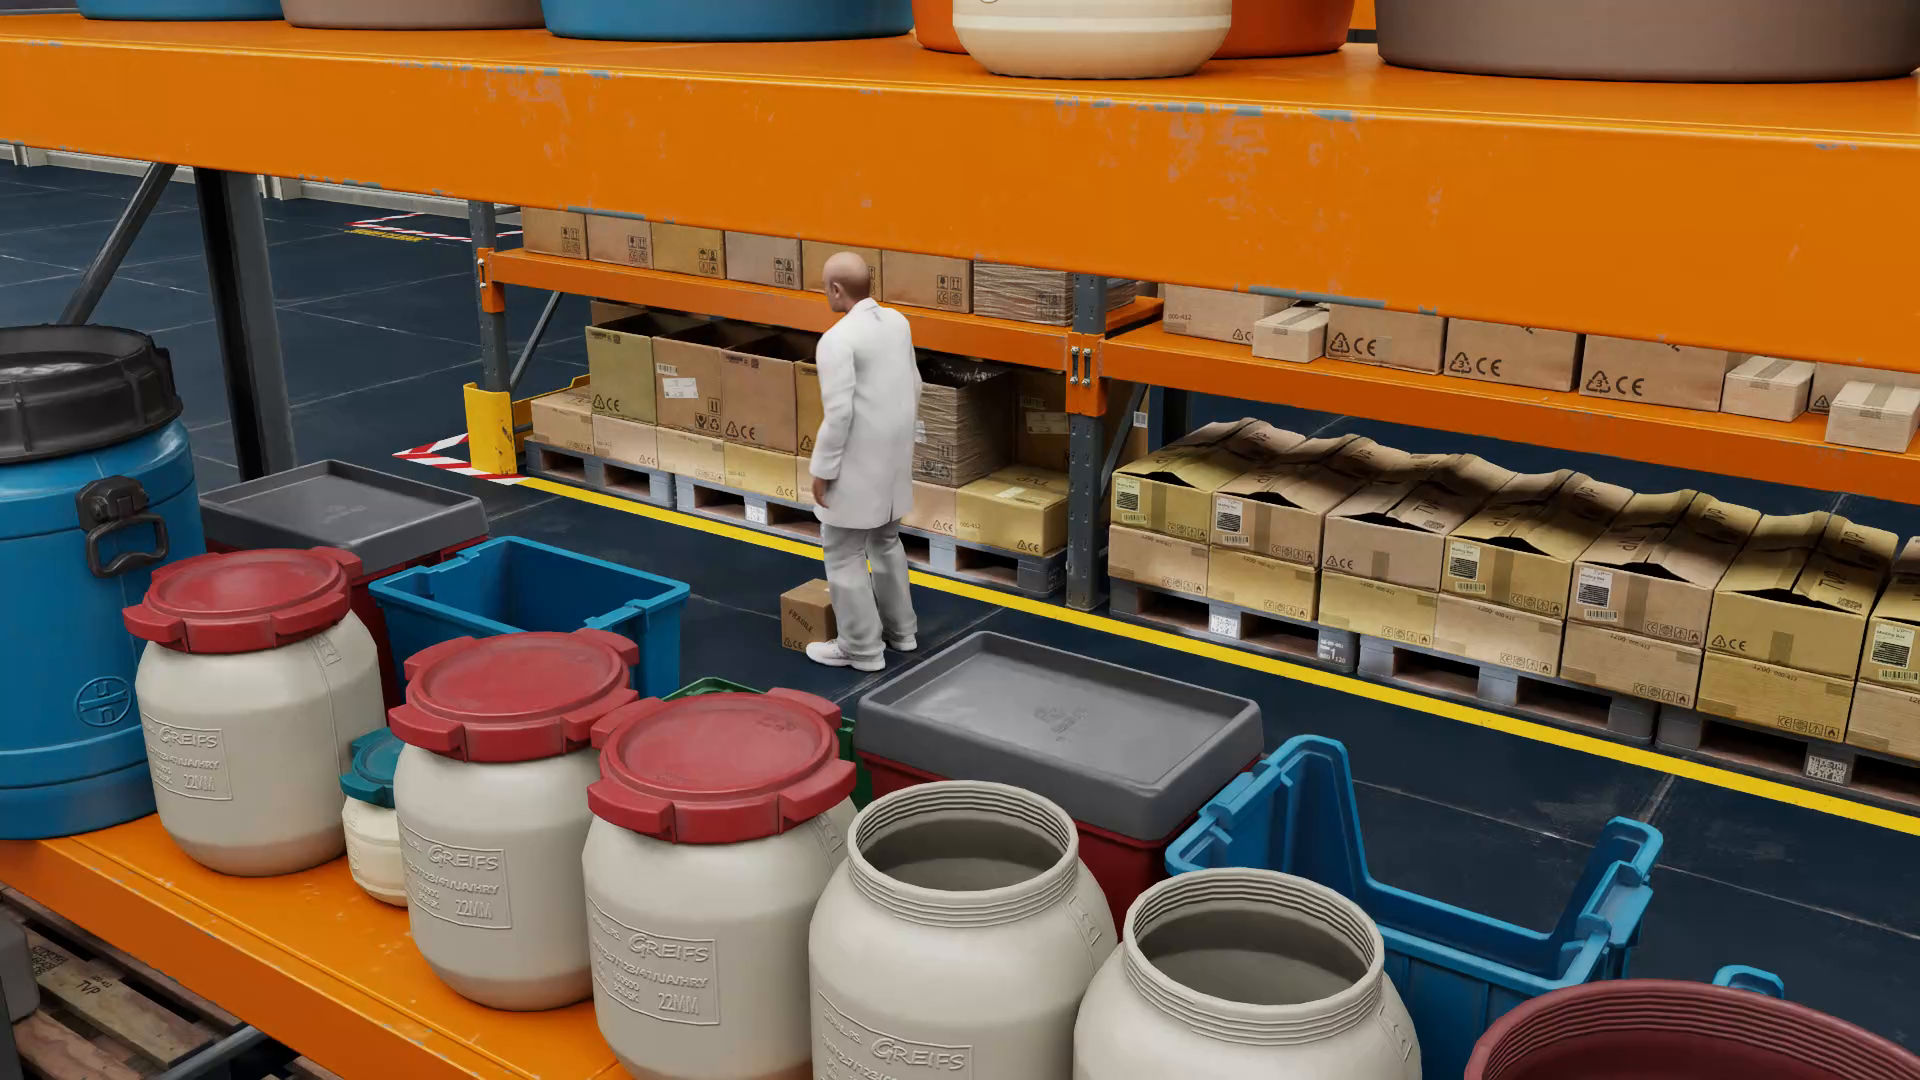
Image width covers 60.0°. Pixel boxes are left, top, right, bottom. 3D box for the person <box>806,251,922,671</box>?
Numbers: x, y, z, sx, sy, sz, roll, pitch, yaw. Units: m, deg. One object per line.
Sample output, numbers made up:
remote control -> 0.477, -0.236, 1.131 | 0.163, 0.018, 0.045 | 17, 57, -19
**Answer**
person -> -0.406, -0.329, 7.023 | 0.425, 1.773, 0.640 | 13, 23, 32
